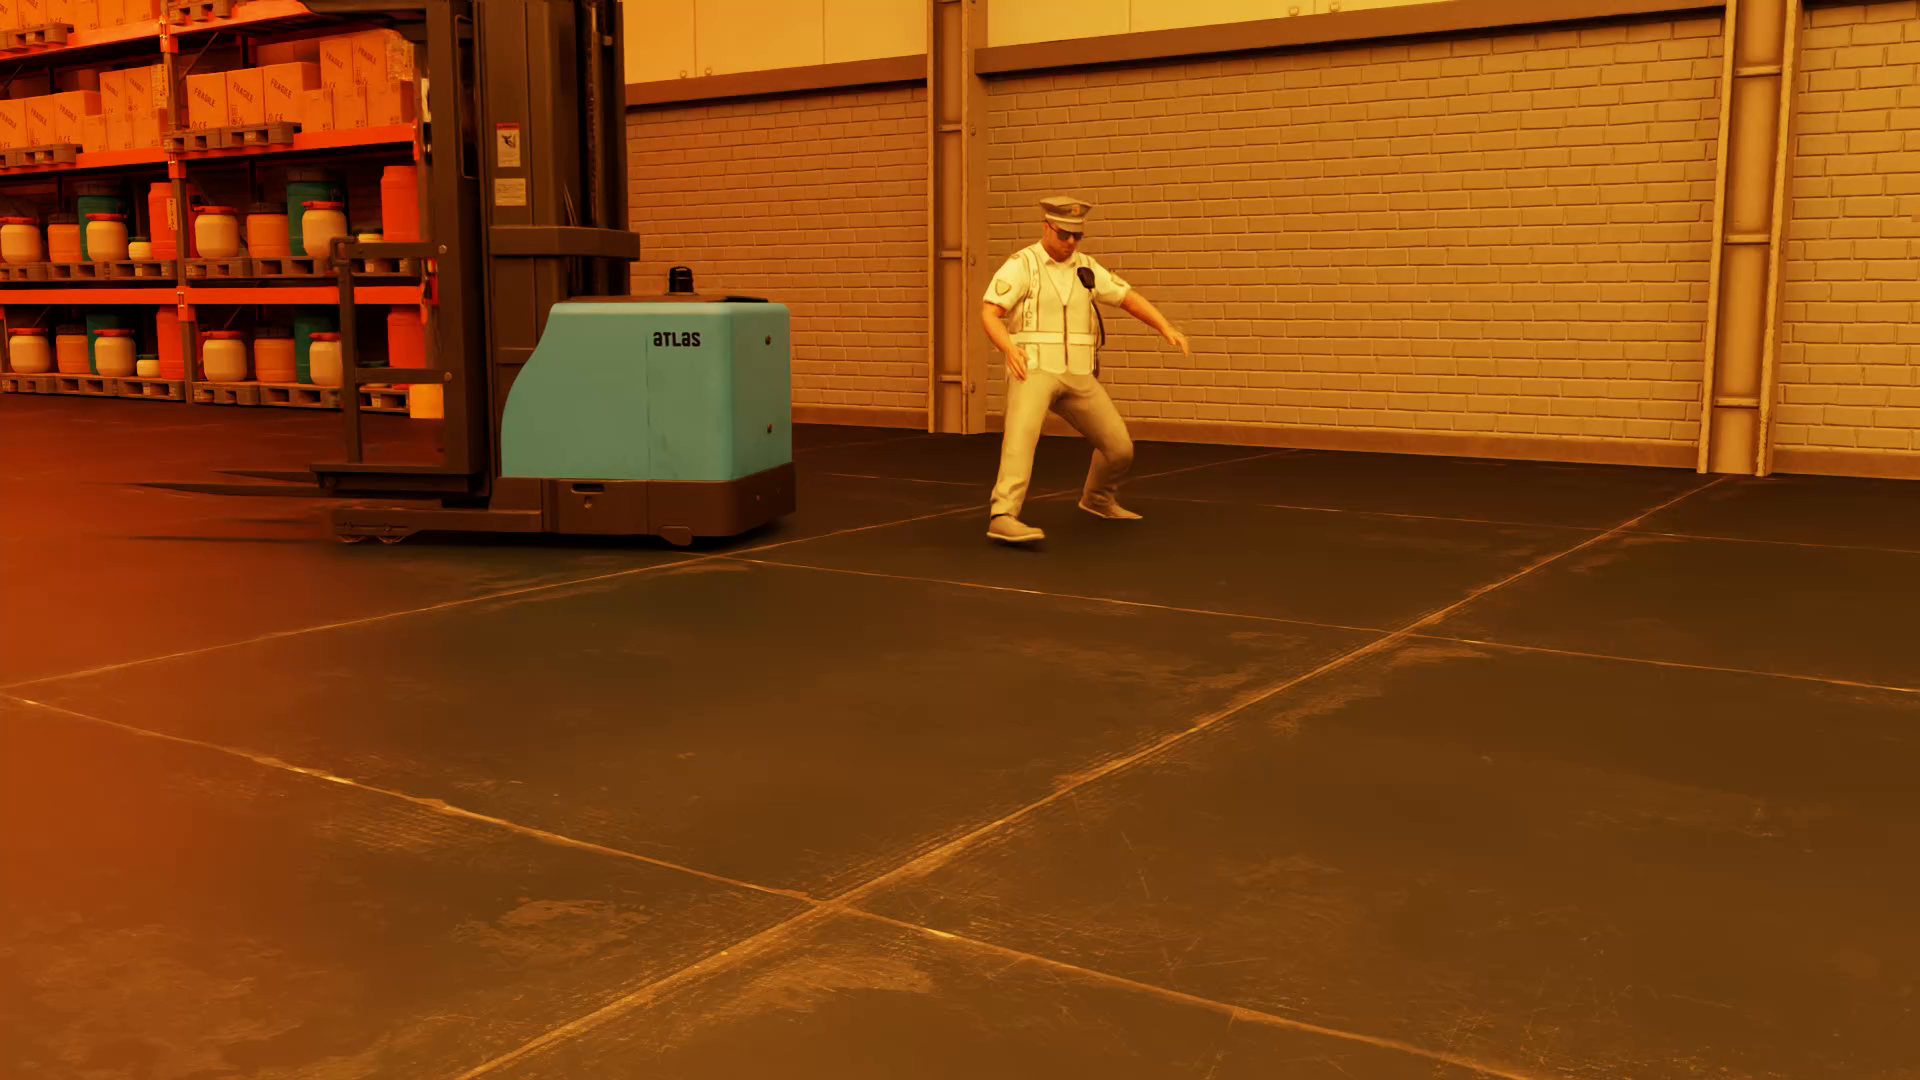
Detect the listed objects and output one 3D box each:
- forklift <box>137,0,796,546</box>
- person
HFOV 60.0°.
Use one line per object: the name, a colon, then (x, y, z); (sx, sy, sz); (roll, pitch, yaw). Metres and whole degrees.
forklift: (-2.369, -1.504, 7.767); (3.031, 2.935, 1.130); (2, 8, 11)
person: (0.536, -0.796, 7.805); (1.066, 1.601, 0.975); (-3, 9, -22)
